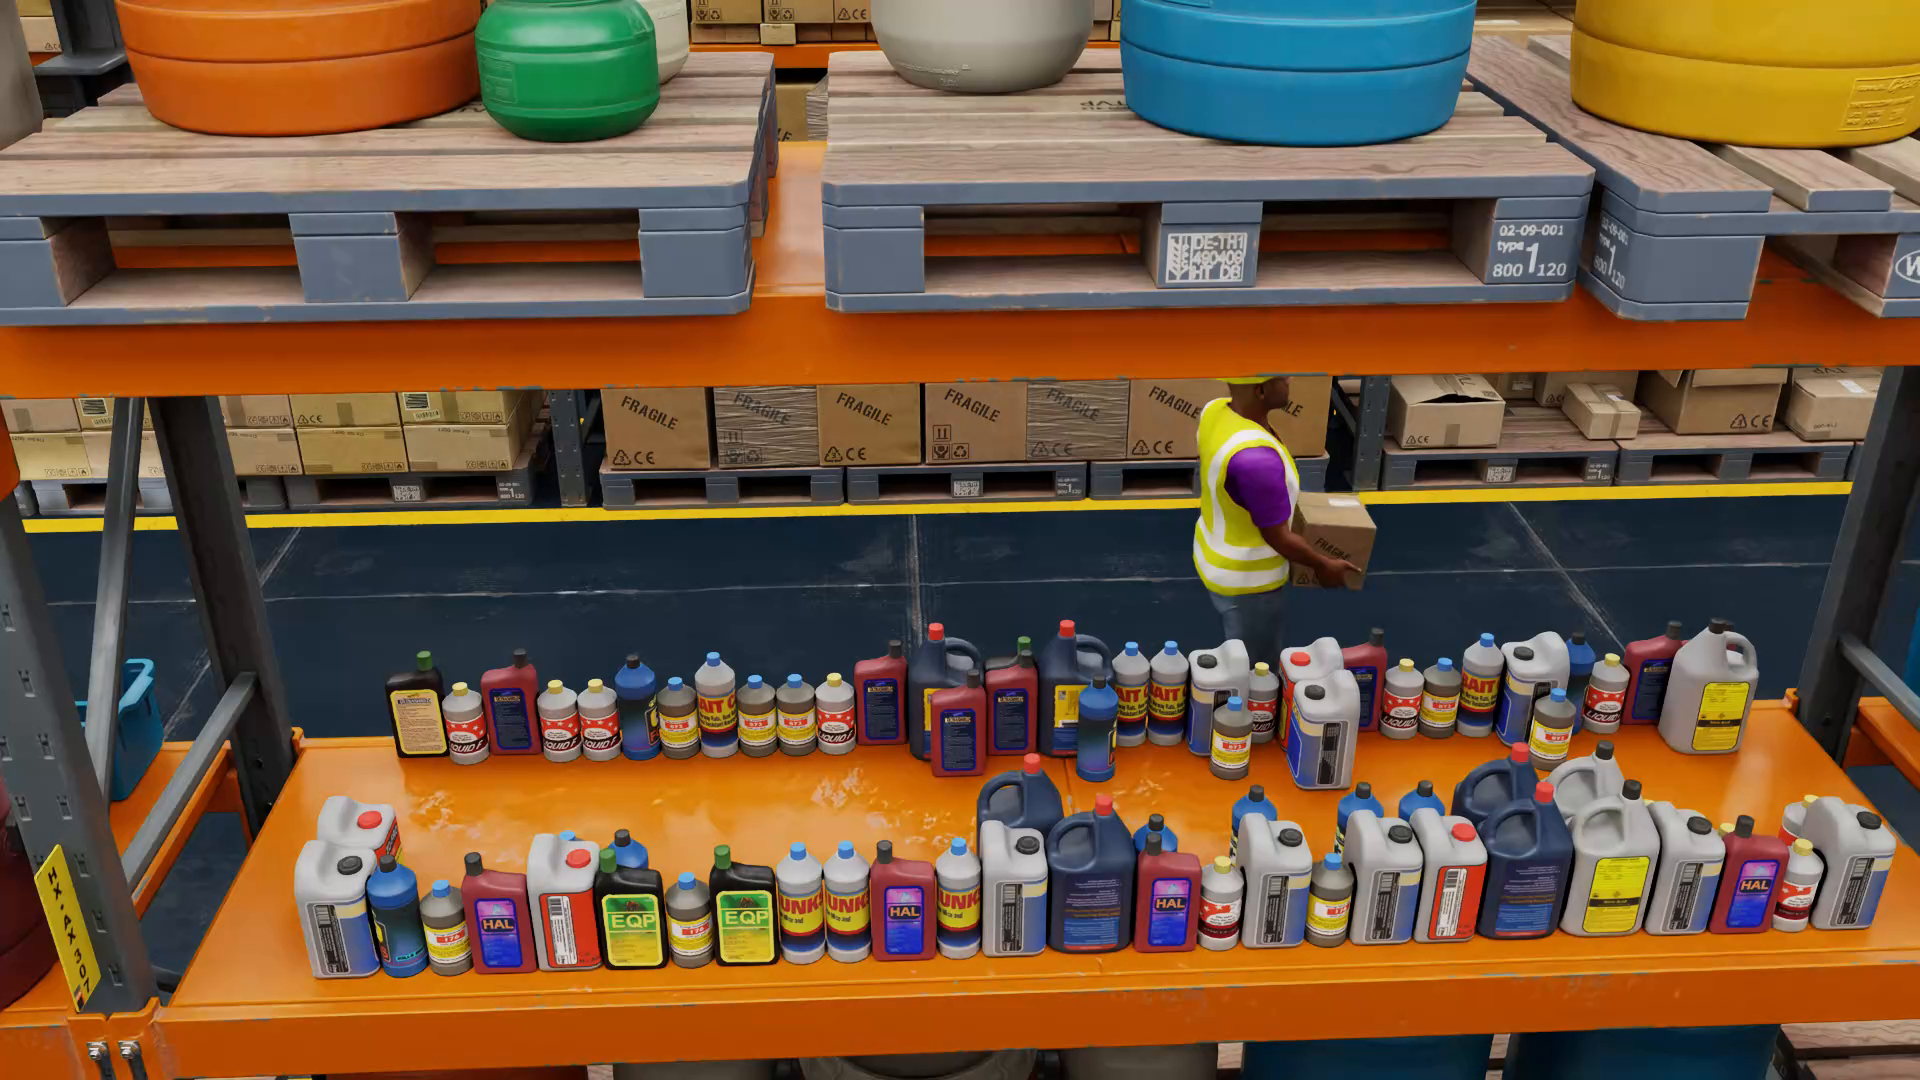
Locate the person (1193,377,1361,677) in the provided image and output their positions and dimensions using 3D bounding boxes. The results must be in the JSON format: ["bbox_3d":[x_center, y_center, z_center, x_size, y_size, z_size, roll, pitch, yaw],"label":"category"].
[{"bbox_3d":[1.104,0.104,5.890,0.554,1.769,0.535,-2,27,-3],"label":"person"}]
